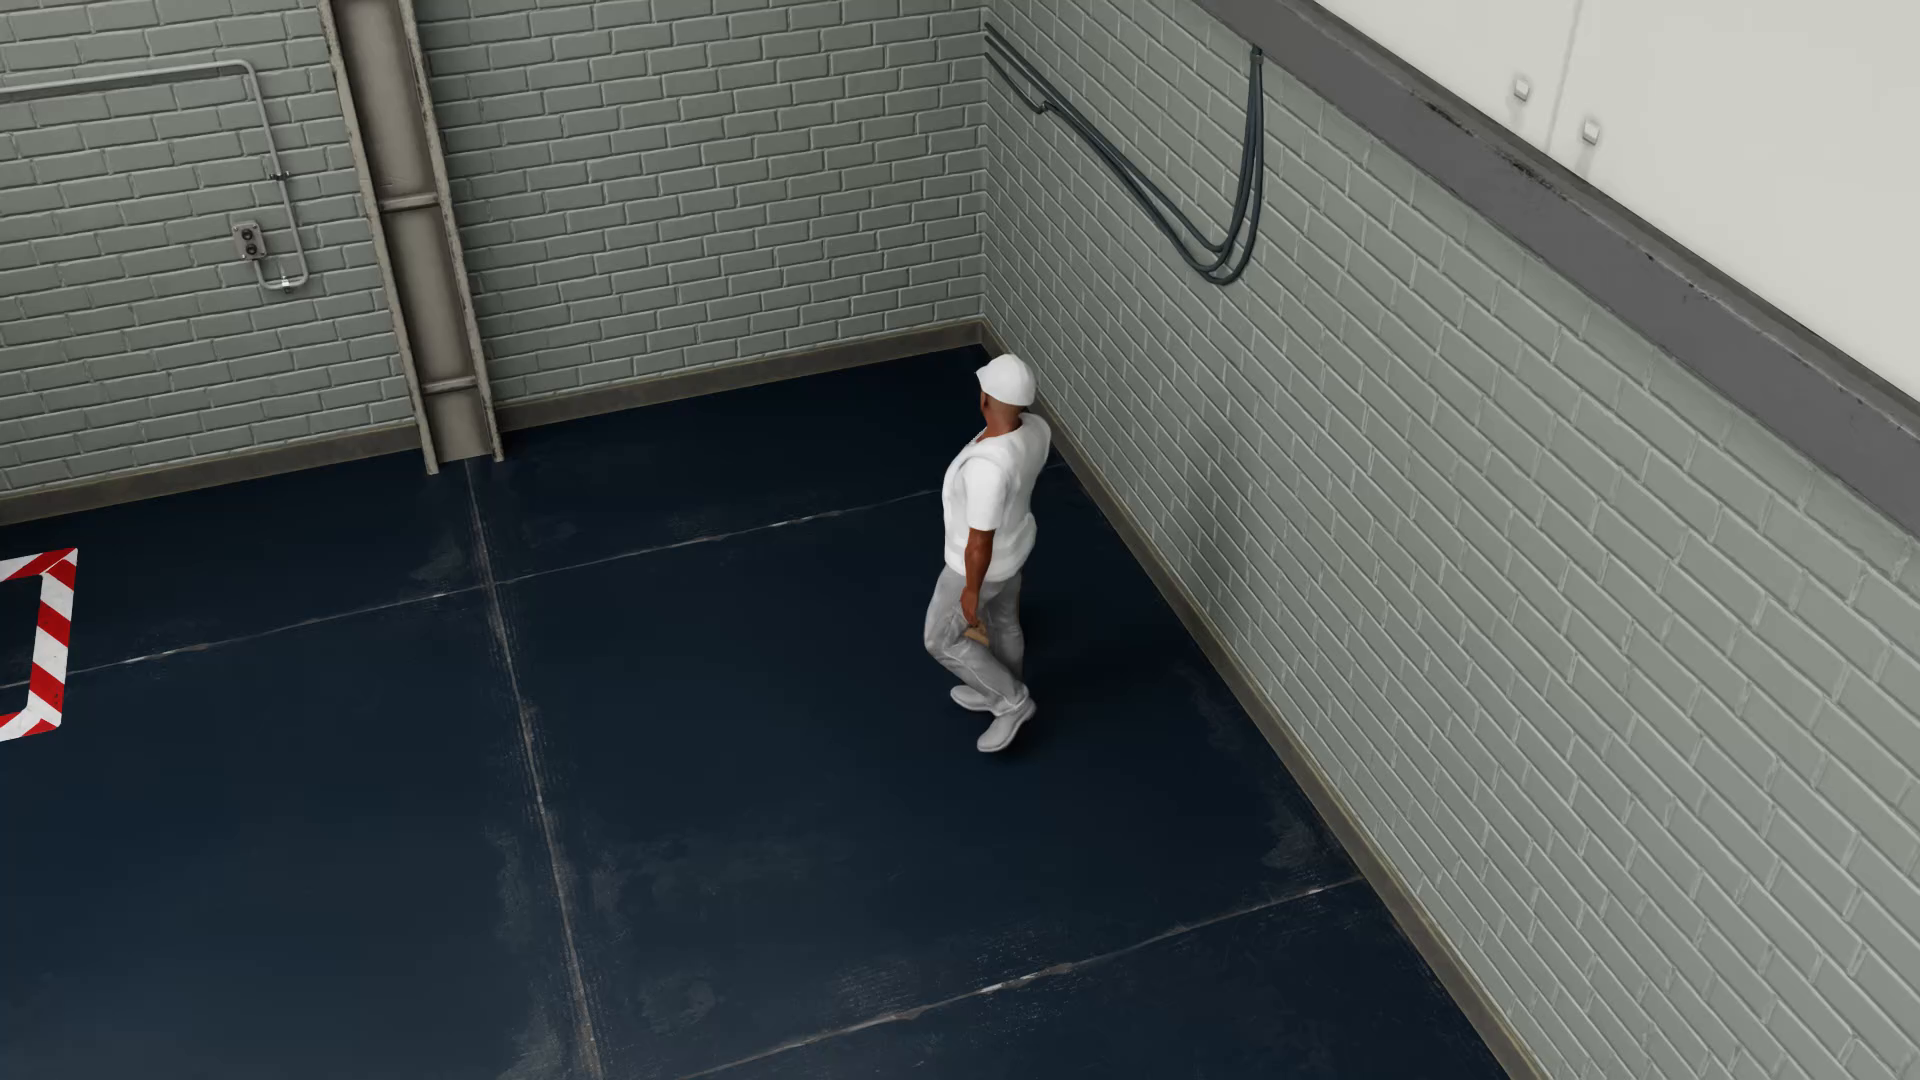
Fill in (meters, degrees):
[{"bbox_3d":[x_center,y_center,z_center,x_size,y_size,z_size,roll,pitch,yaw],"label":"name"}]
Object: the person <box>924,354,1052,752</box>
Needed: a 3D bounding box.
[{"bbox_3d":[0.147,0.066,6.659,0.465,1.760,0.595,17,41,21],"label":"person"}]
